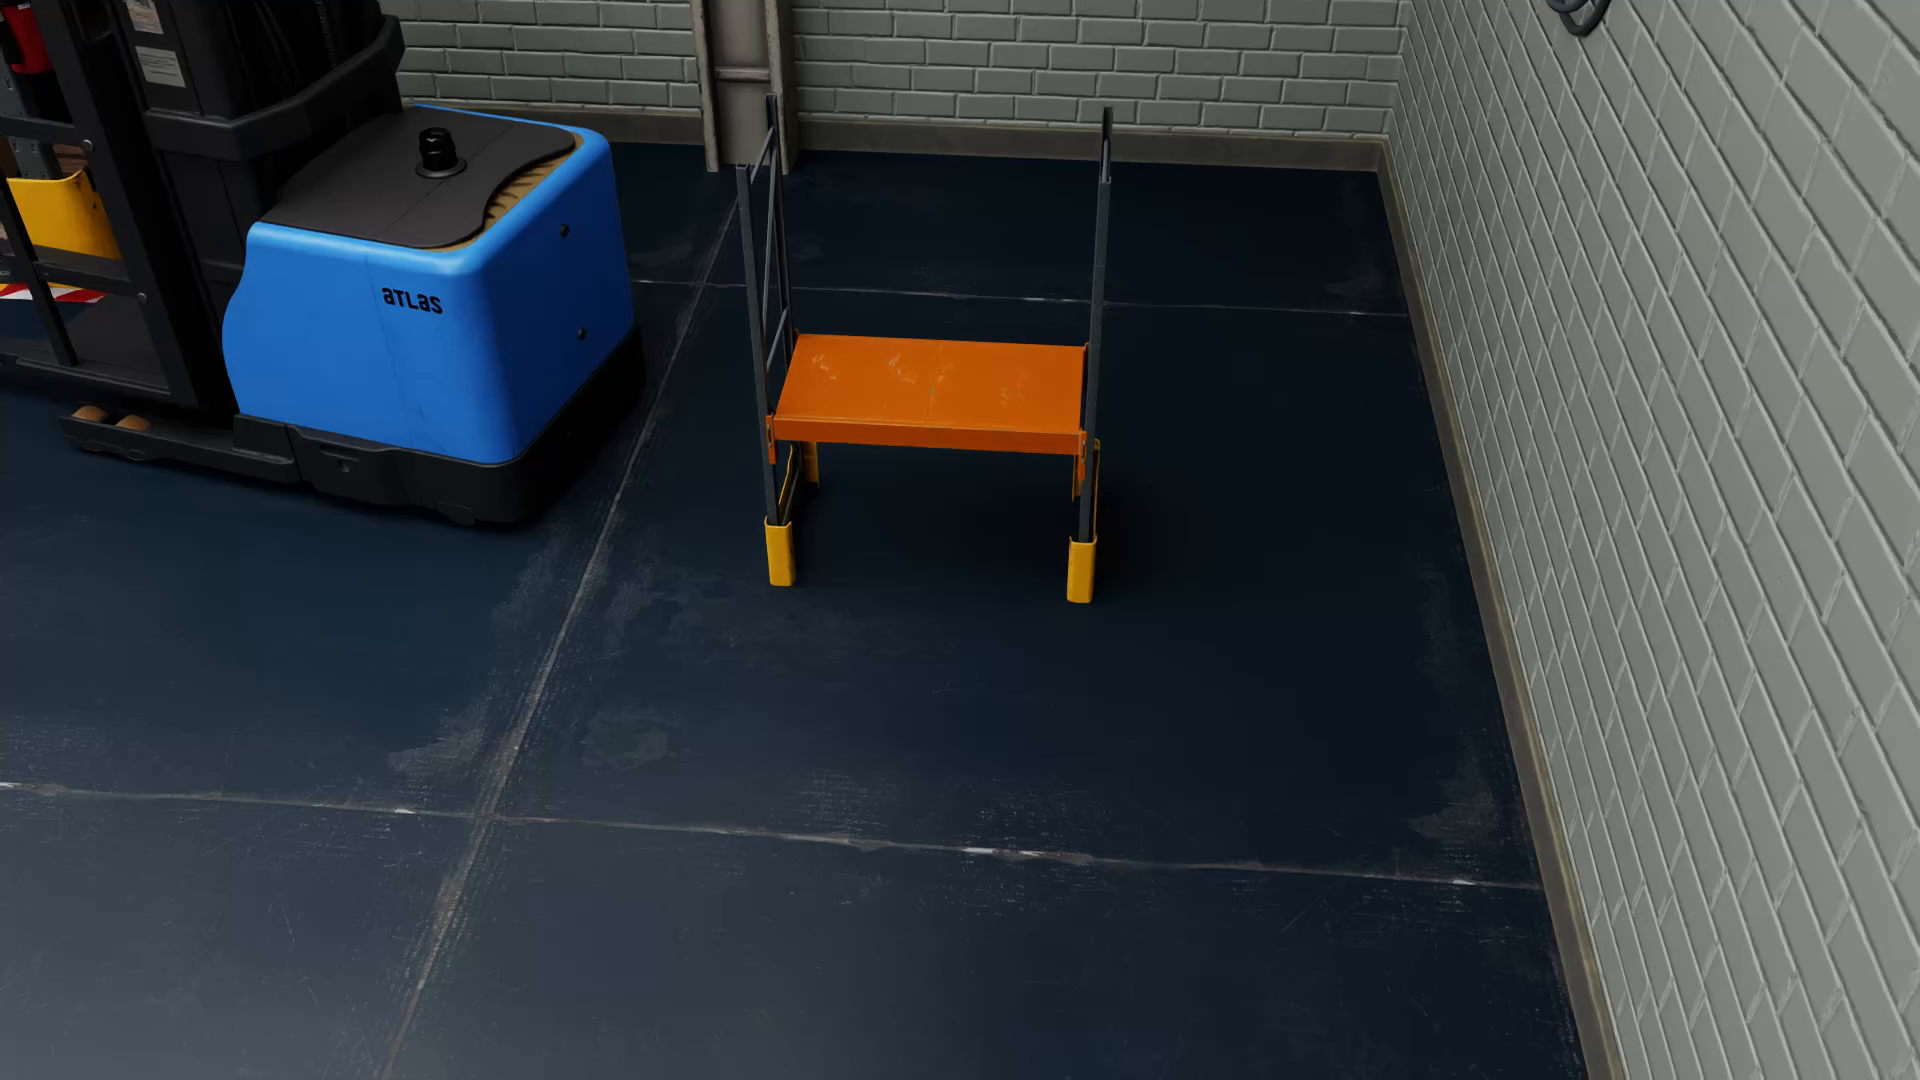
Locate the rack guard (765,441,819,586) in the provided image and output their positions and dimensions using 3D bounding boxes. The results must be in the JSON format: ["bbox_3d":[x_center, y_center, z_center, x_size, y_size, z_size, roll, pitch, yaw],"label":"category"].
[{"bbox_3d":[-0.572,-0.128,5.710,0.087,0.250,0.587,3,39,4],"label":"rack guard"}]

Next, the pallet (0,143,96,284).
[{"bbox_3d":[-4.559,-1.516,7.446,1.213,0.211,1.003,3,39,4],"label":"pallet"}]

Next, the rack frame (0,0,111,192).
[{"bbox_3d":[-3.756,-2.603,6.572,0.127,3.000,1.000,3,39,4],"label":"rack frame"}]

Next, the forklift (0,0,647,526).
[{"bbox_3d":[-2.782,-1.731,5.555,3.031,2.935,1.130,12,41,14],"label":"forklift"}]

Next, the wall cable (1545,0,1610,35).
[{"bbox_3d":[1.848,-3.193,5.004,0.112,2.526,3.097,3,39,4],"label":"wall cable"}]

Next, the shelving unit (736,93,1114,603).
[{"bbox_3d":[-0.076,-0.586,5.282,1.083,1.500,0.587,3,39,4],"label":"shelving unit"}]

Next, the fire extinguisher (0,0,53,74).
[{"bbox_3d":[-3.646,-2.130,6.348,0.183,0.674,0.296,3,39,4],"label":"fire extinguisher"}]

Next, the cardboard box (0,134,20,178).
[{"bbox_3d":[-4.462,-1.772,7.198,0.500,0.500,0.700,3,39,4],"label":"cardboard box"}]

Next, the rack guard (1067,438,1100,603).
[{"bbox_3d":[0.420,-0.074,5.643,0.087,0.250,0.587,3,39,4],"label":"rack guard"}]

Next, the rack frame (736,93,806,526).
[{"bbox_3d":[-0.591,-0.614,5.316,0.032,1.500,0.500,3,39,4],"label":"rack frame"}]

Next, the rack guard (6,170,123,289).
[{"bbox_3d":[-3.732,-1.633,7.360,0.348,0.500,1.175,3,39,4],"label":"rack guard"}]

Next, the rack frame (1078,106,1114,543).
[{"bbox_3d":[0.421,-0.559,5.248,0.032,1.500,0.500,3,39,4],"label":"rack frame"}]

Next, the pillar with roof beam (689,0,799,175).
[{"bbox_3d":[-1.363,-2.619,1.840,0.400,9.000,9.100,3,39,4],"label":"pillar with roof beam"}]

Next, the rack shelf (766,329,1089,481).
[{"bbox_3d":[-0.085,-0.447,5.396,1.000,0.185,0.538,3,39,4],"label":"rack shelf"}]
